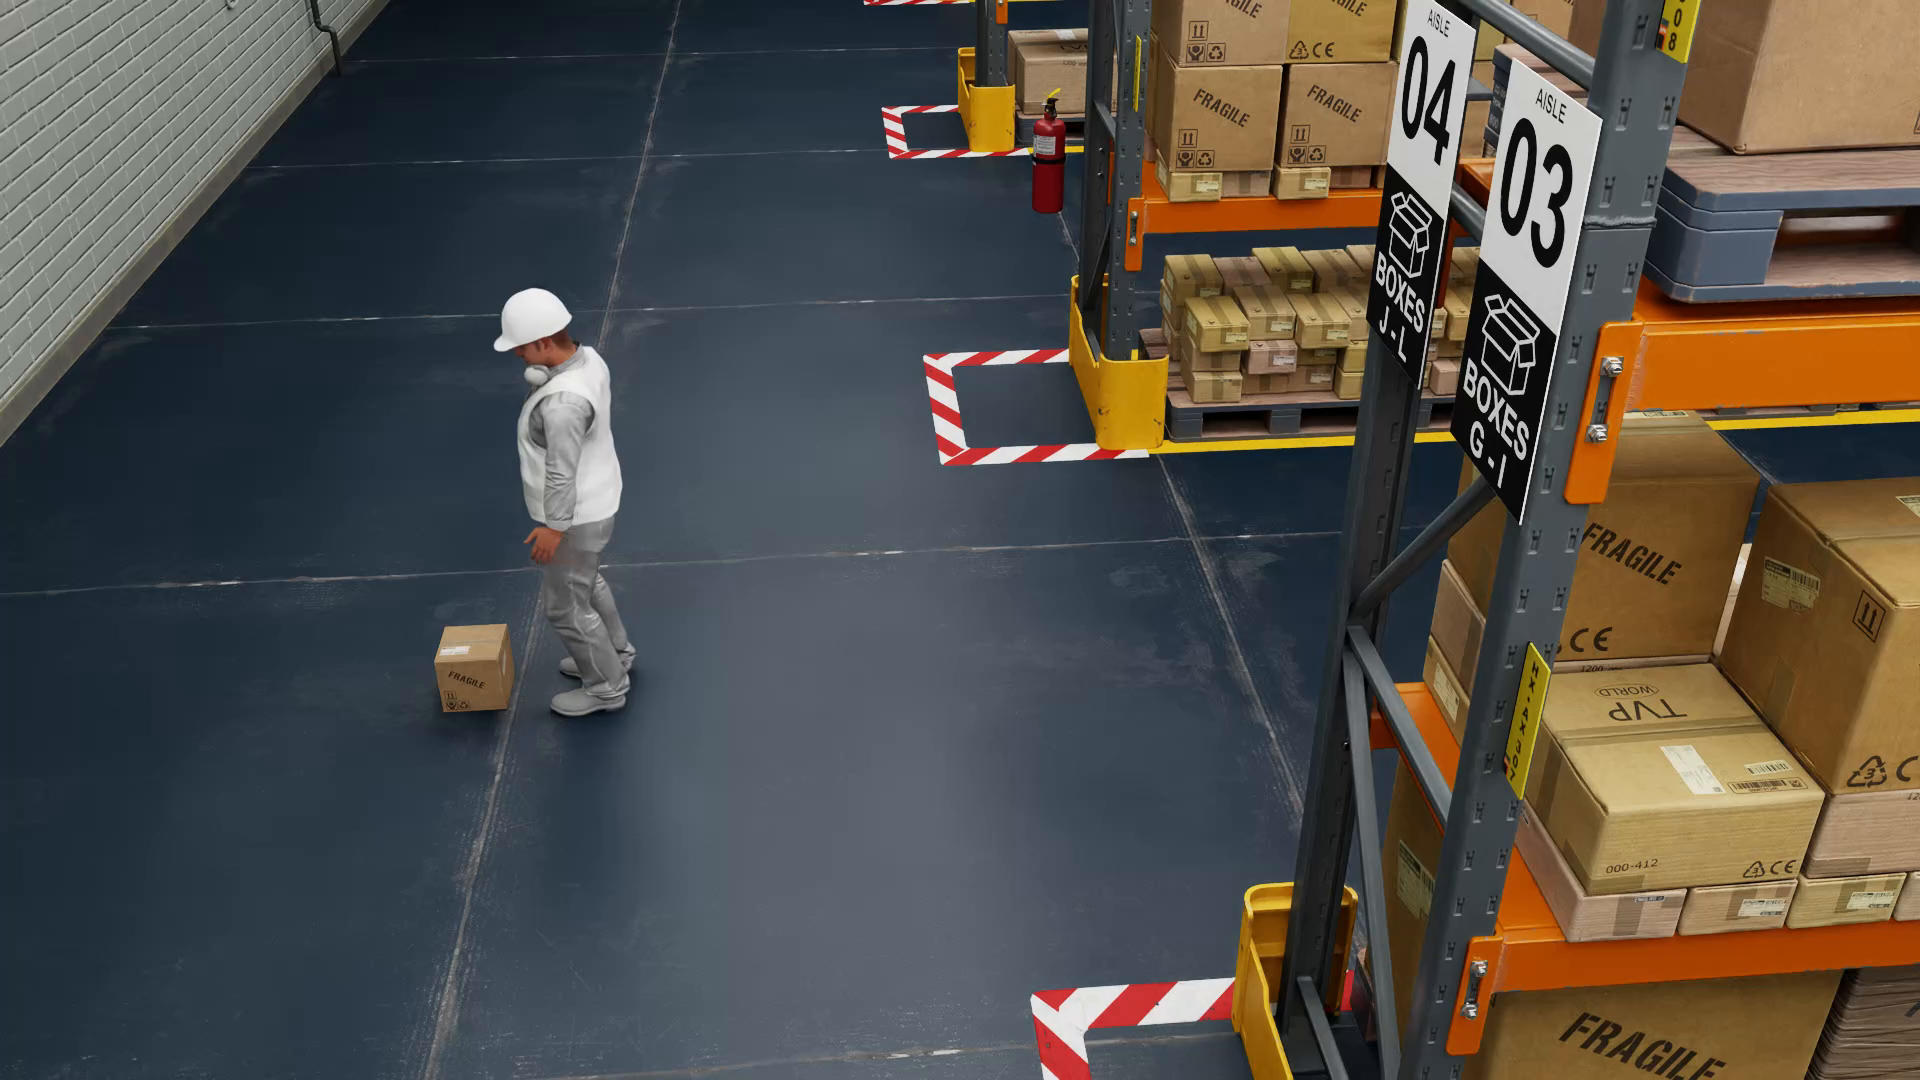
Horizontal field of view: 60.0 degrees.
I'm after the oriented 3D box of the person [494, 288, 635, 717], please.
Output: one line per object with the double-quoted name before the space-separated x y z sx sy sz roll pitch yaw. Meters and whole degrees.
"person" -1.484 -0.130 6.345 0.377 1.760 0.538 -2 31 -4
